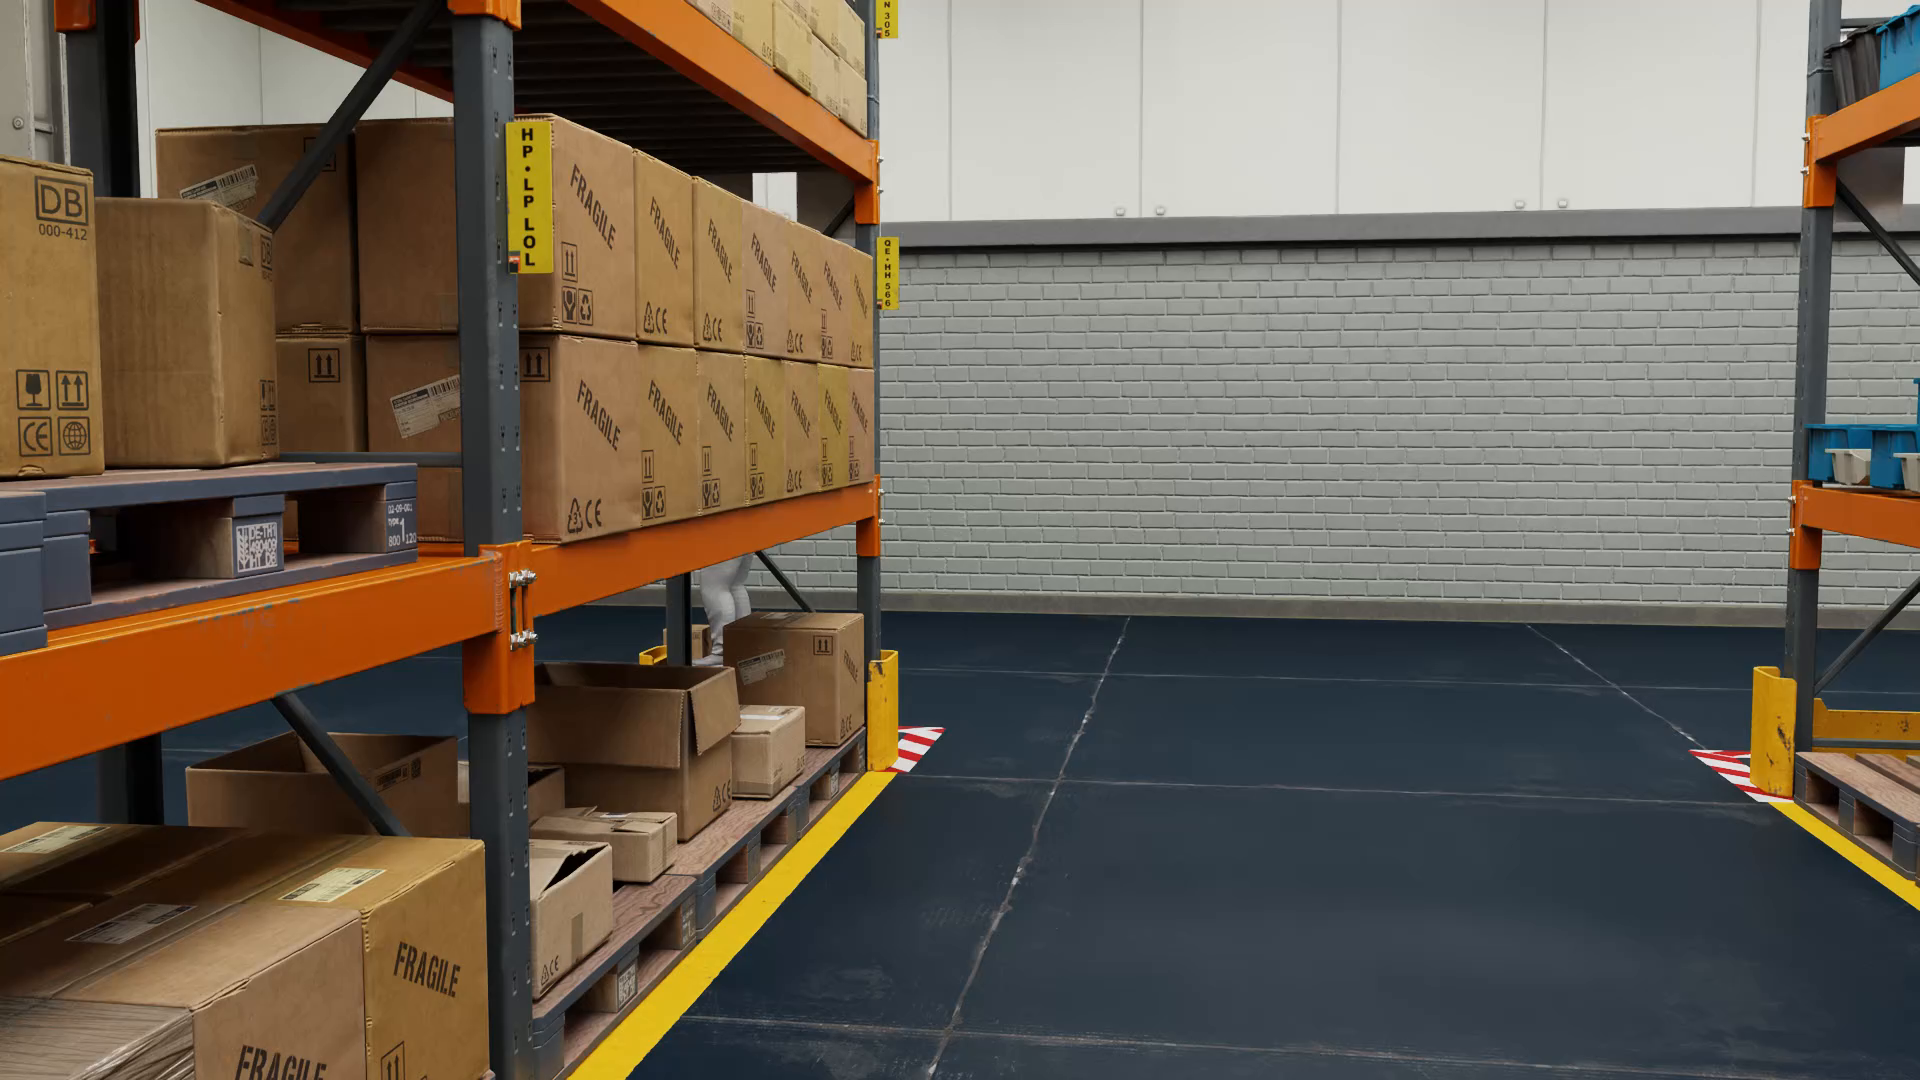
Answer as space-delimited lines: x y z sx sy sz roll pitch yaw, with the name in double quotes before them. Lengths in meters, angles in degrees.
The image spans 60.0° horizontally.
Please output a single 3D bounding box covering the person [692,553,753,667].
"person" -1.469 -0.069 10.479 0.467 1.748 0.586 1 4 9
